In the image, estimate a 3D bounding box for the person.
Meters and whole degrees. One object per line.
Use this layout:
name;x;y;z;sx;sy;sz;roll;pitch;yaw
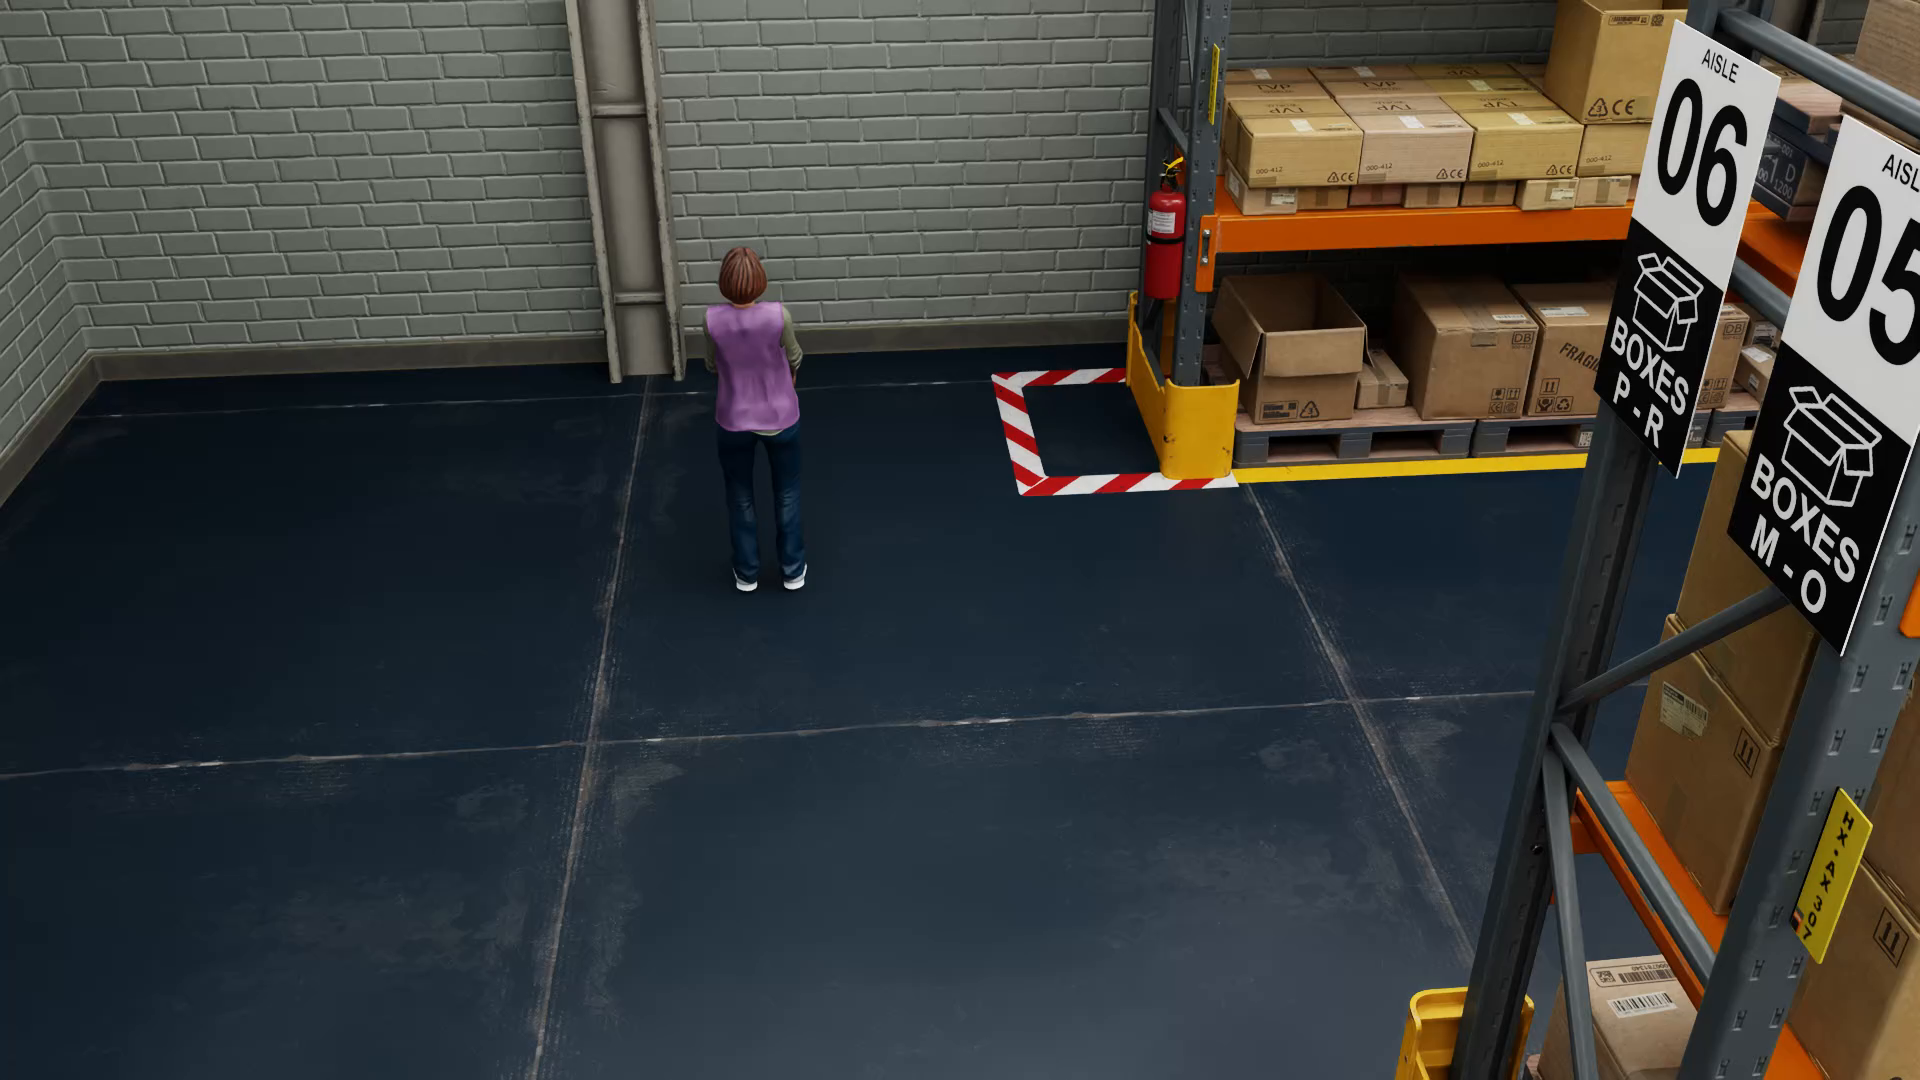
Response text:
person;-0.854;-0.537;7.025;0.405;1.589;0.499;-2;32;-4
